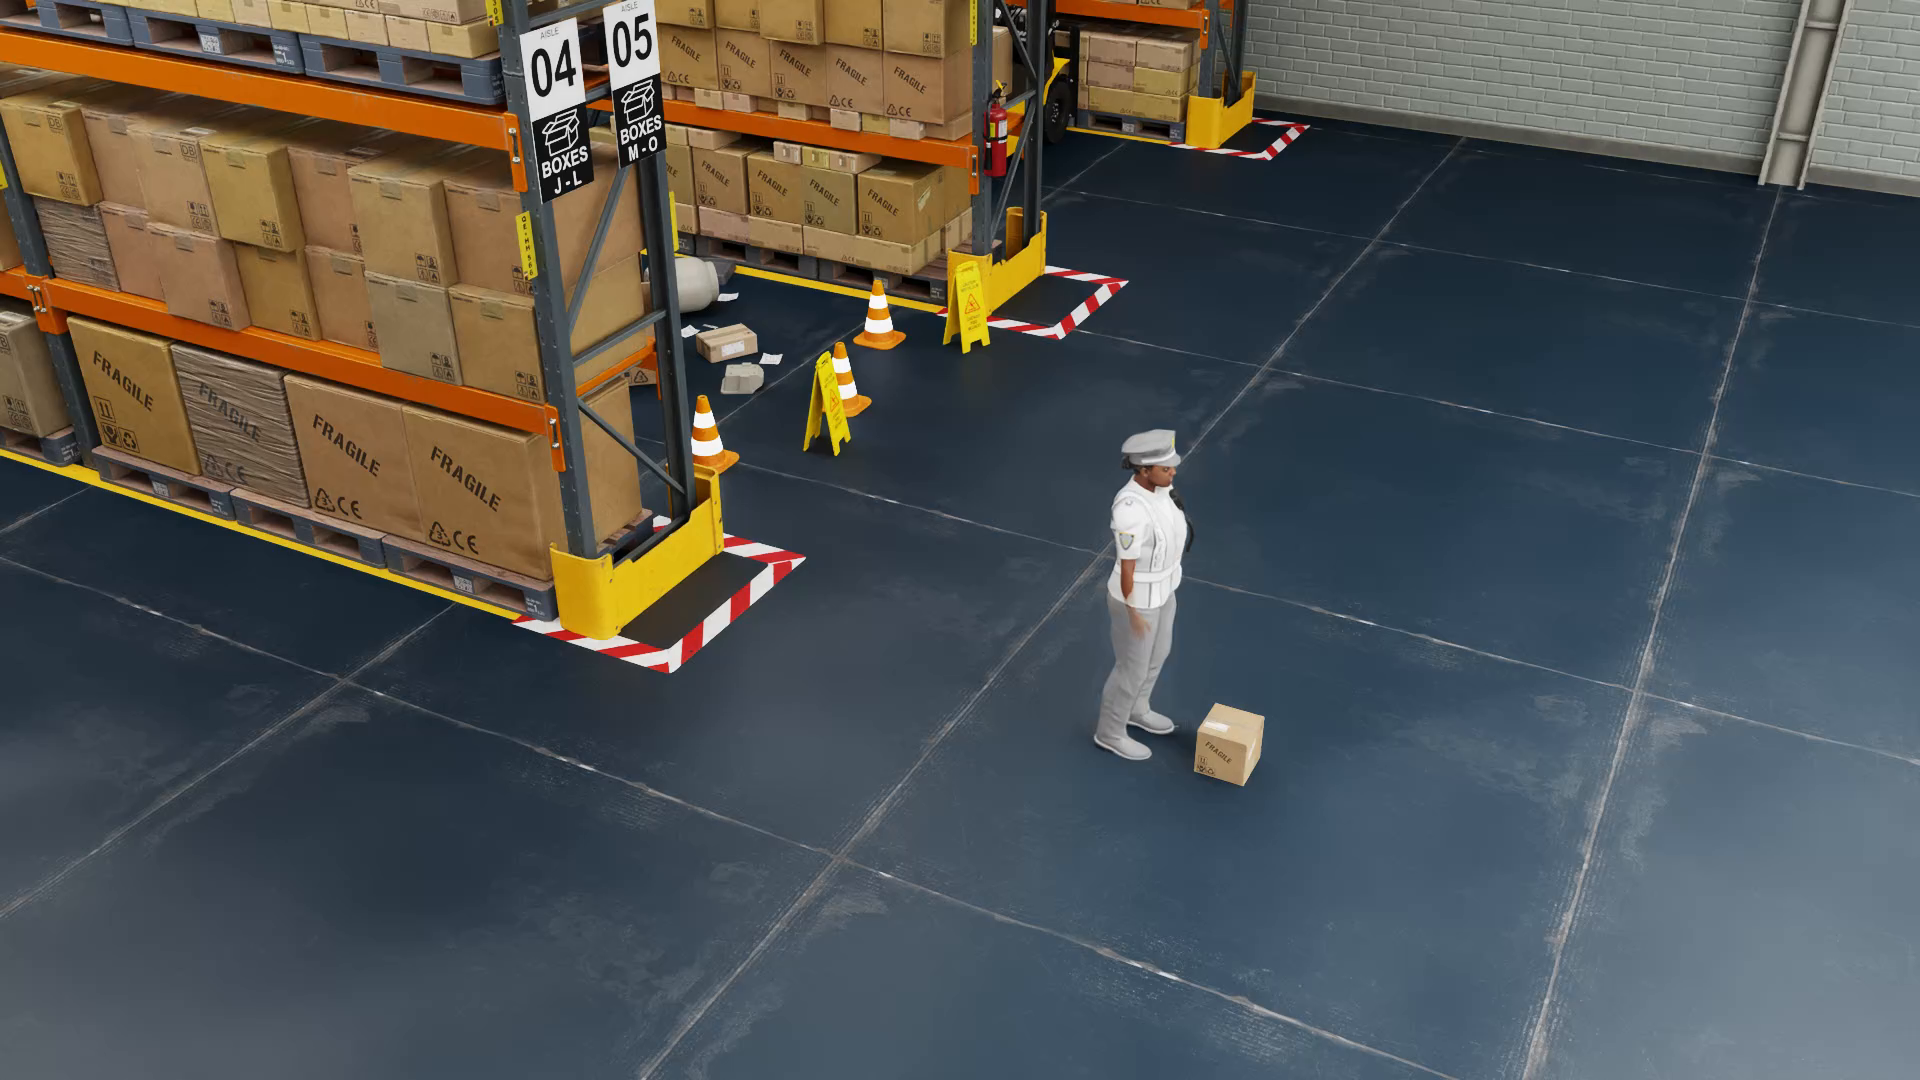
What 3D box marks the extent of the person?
[{"bbox_3d":[0.881,0.254,7.845,0.340,1.688,0.436,15,34,25],"label":"person"}]
